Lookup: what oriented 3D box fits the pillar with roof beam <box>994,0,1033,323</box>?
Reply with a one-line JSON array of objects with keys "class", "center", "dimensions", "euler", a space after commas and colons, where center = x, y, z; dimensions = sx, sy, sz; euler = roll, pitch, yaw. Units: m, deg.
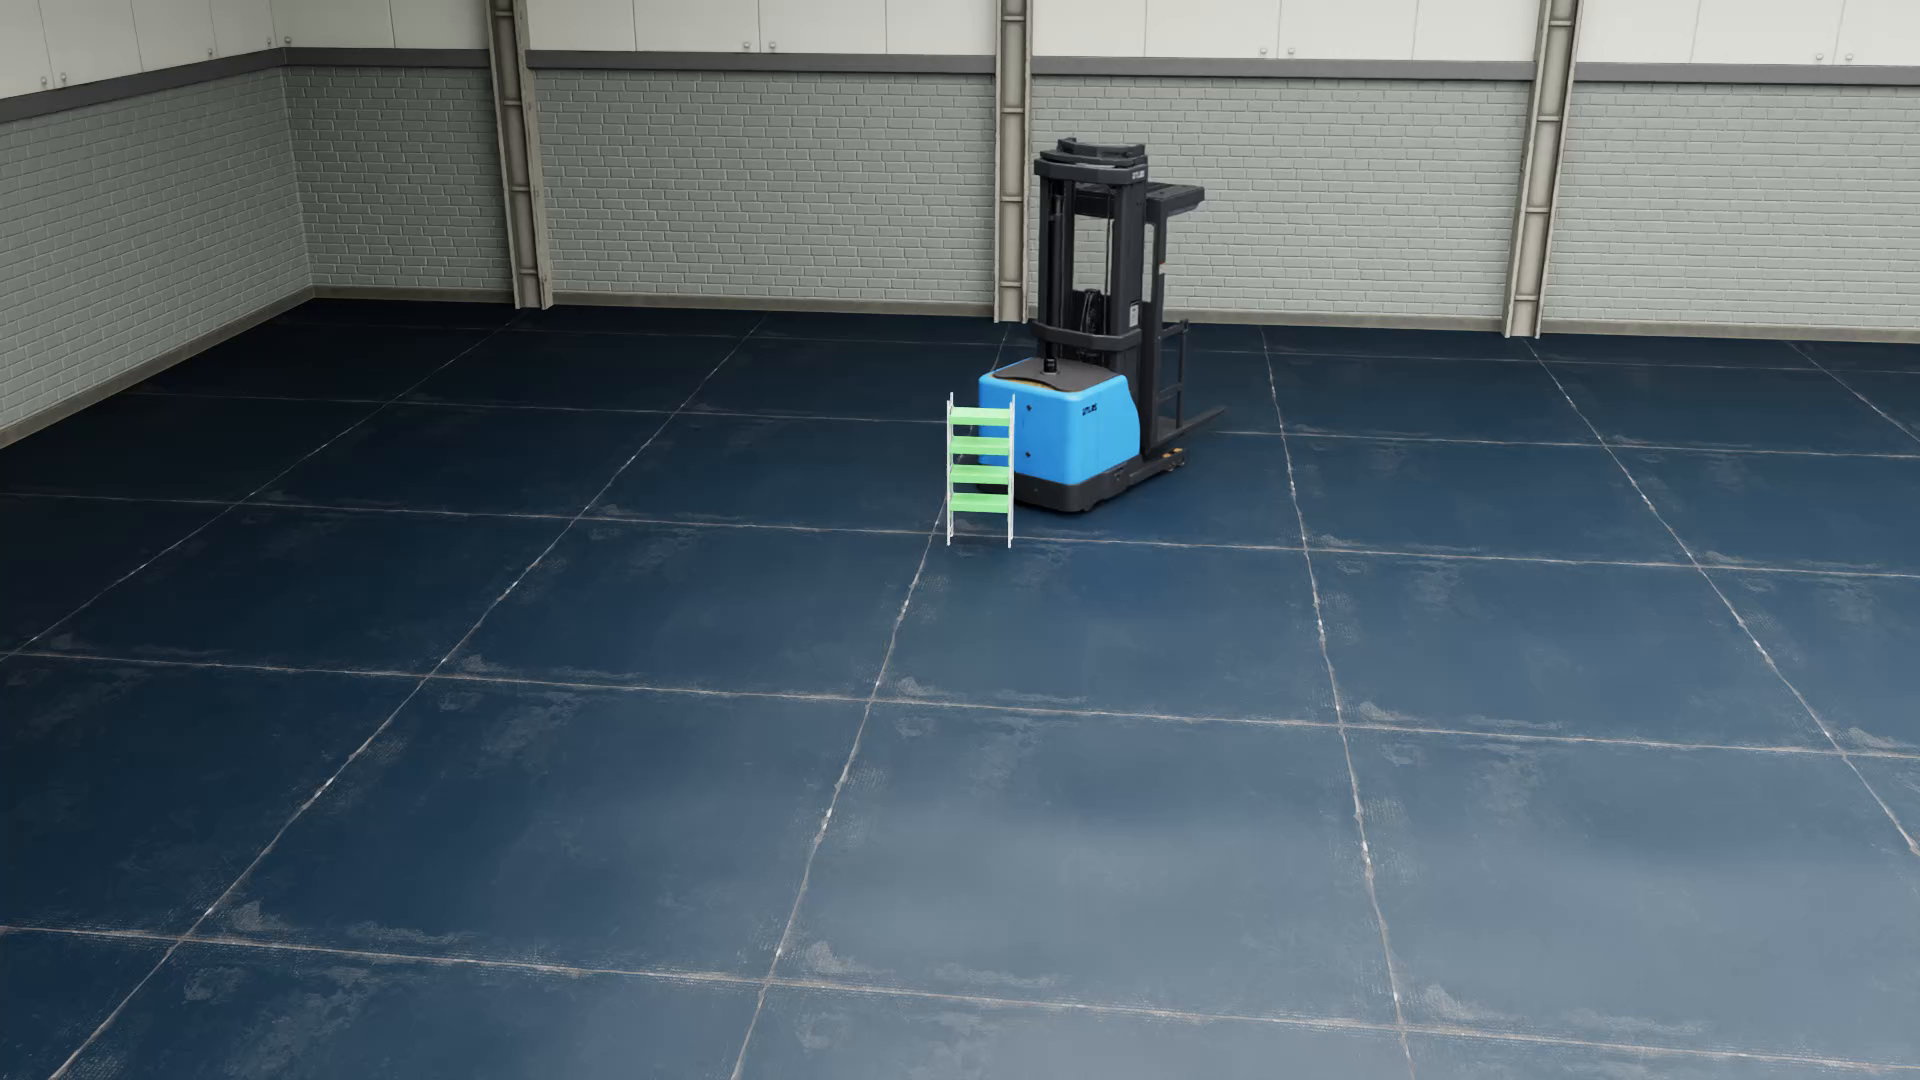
[{"class": "pillar with roof beam", "center": [0.115, -5.288, 14.575], "dimensions": [0.400, 9.000, 9.100], "euler": [2, 22, 6]}]

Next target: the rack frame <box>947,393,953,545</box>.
[{"class": "rack frame", "center": [-0.078, -0.561, 13.228], "dimensions": [0.015, 1.200, 0.240], "euler": [2, 22, 6]}]

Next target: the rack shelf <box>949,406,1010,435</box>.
[{"class": "rack shelf", "center": [0.164, -0.938, 13.048], "dimensions": [0.480, 0.148, 0.258], "euler": [2, 22, 6]}]

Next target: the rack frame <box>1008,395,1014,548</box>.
[{"class": "rack frame", "center": [0.407, -0.540, 13.174], "dimensions": [0.015, 1.200, 0.240], "euler": [2, 22, 6]}]

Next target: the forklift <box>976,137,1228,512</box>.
[{"class": "forklift", "center": [1.424, -2.072, 14.695], "dimensions": [1.130, 2.935, 3.031], "euler": [15, 26, 34]}]

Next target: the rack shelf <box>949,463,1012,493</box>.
[{"class": "rack shelf", "center": [0.164, -0.491, 13.225], "dimensions": [0.480, 0.148, 0.258], "euler": [2, 22, 6]}]

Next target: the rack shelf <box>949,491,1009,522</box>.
[{"class": "rack shelf", "center": [0.164, -0.268, 13.313], "dimensions": [0.480, 0.148, 0.258], "euler": [2, 22, 6]}]

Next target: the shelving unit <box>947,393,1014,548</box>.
[{"class": "shelving unit", "center": [0.164, -0.551, 13.201], "dimensions": [0.503, 1.200, 0.258], "euler": [2, 22, 6]}]

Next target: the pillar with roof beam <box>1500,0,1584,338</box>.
[{"class": "pillar with roof beam", "center": [6.073, -5.028, 13.919], "dimensions": [0.400, 9.000, 9.100], "euler": [2, 22, 6]}]

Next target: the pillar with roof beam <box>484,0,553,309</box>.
[{"class": "pillar with roof beam", "center": [-5.843, -5.547, 15.232], "dimensions": [0.400, 9.000, 9.100], "euler": [2, 22, 6]}]

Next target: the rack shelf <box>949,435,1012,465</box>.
[{"class": "rack shelf", "center": [0.164, -0.715, 13.136], "dimensions": [0.480, 0.148, 0.258], "euler": [2, 22, 6]}]
